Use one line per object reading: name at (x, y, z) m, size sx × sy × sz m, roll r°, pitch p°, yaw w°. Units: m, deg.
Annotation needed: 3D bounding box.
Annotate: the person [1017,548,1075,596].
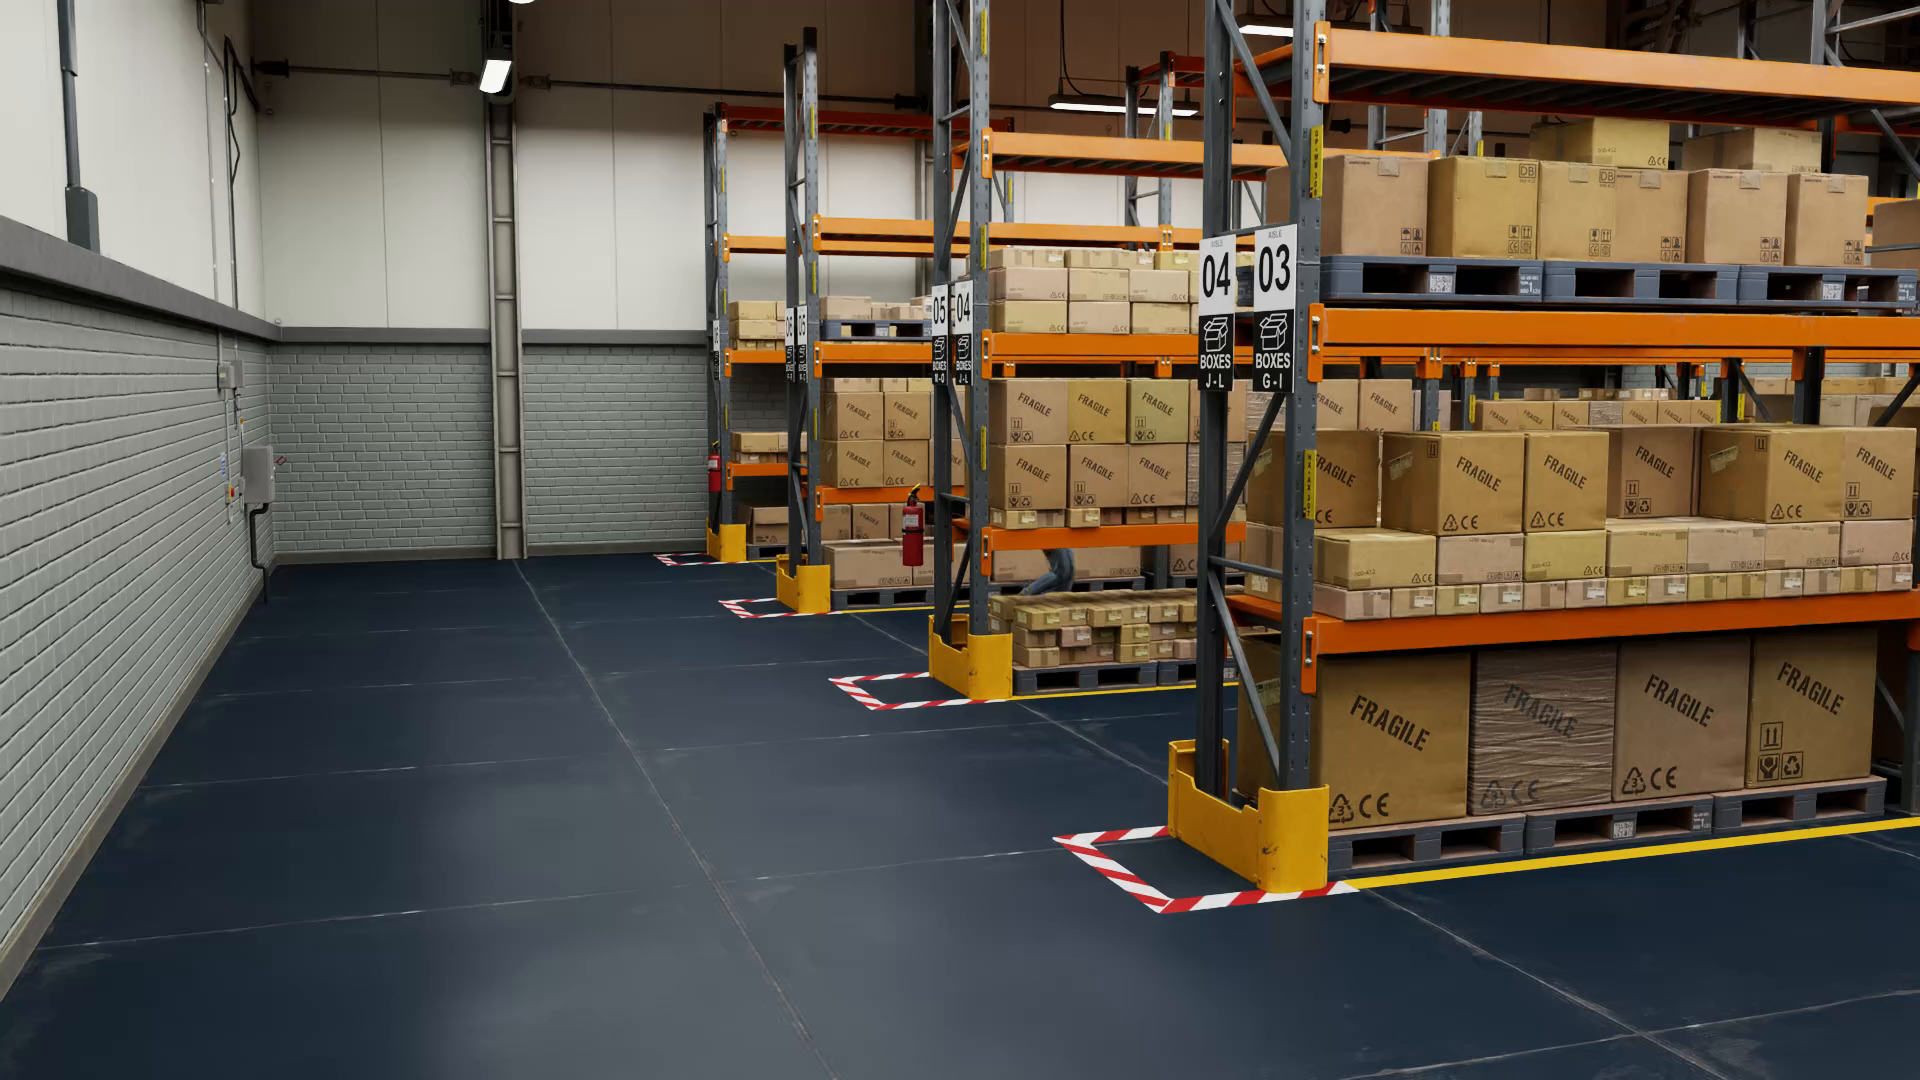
person at (0.926, -0.041, 16.510) m, size 0.672 × 1.753 × 0.597 m, roll 2°, pitch 6°, yaw 23°
